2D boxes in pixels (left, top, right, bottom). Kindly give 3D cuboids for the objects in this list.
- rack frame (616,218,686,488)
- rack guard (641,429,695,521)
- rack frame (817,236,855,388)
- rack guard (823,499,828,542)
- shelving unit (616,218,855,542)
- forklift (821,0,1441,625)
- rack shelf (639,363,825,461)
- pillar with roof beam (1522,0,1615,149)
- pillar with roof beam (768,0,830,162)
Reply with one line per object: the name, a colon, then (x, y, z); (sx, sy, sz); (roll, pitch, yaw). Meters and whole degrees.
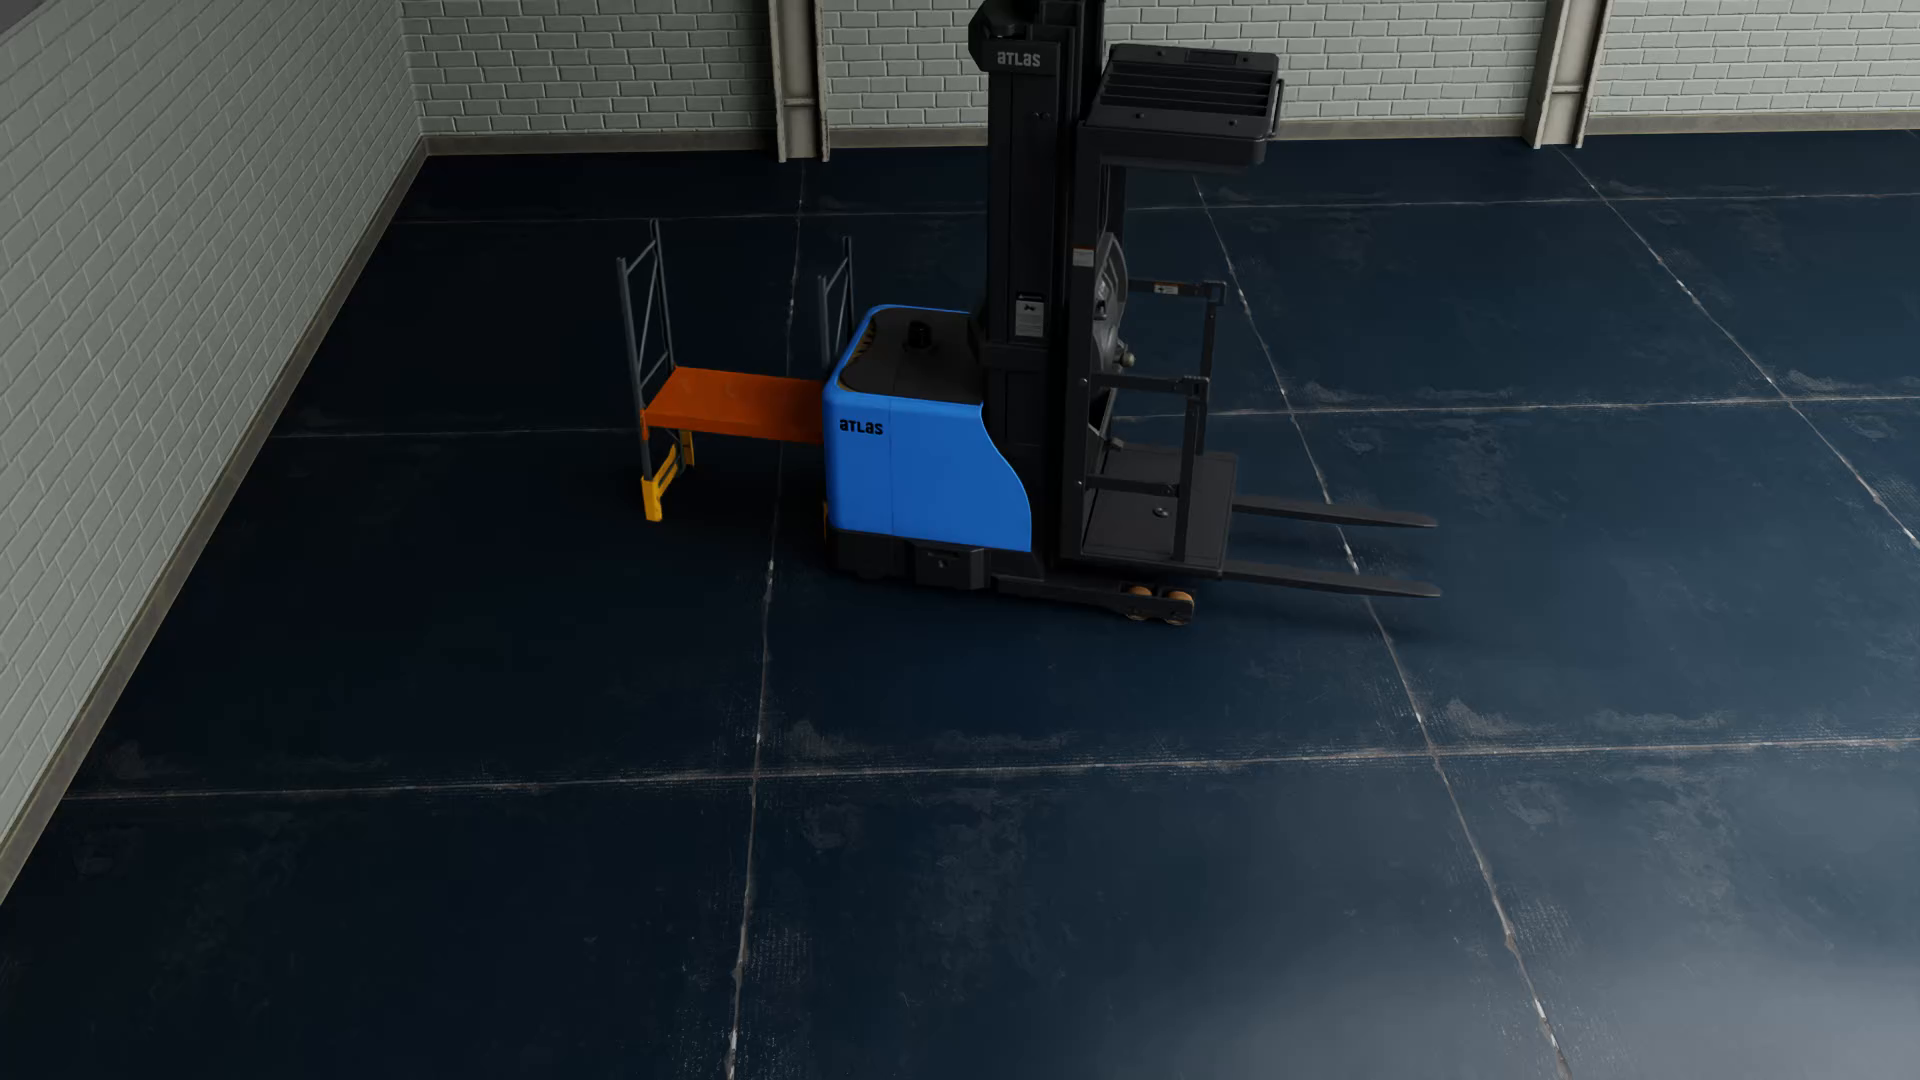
rack frame: (-1.607, -0.884, 8.710); (0.032, 1.500, 0.500); (7, 35, 10)
rack guard: (-1.588, -0.368, 9.062); (0.087, 0.250, 0.587); (7, 35, 10)
rack frame: (-0.612, -0.764, 8.536); (0.032, 1.500, 0.500); (7, 35, 10)
rack guard: (-0.613, -0.250, 8.892); (0.087, 0.250, 0.587); (7, 35, 10)
shelving unit: (-1.101, -0.823, 8.621); (1.083, 1.500, 0.587); (7, 35, 10)
forklift: (0.894, -1.120, 7.793); (3.031, 2.935, 1.130); (7, 35, 10)
rack shelf: (-1.109, -0.676, 8.725); (1.000, 0.185, 0.538); (7, 35, 10)
pillar with roof beam: (4.965, -4.467, 7.296); (0.400, 9.000, 9.100); (-2, 35, -2)
pillar with roof beam: (-1.029, -4.305, 7.063); (0.400, 9.000, 9.100); (-2, 35, -2)
